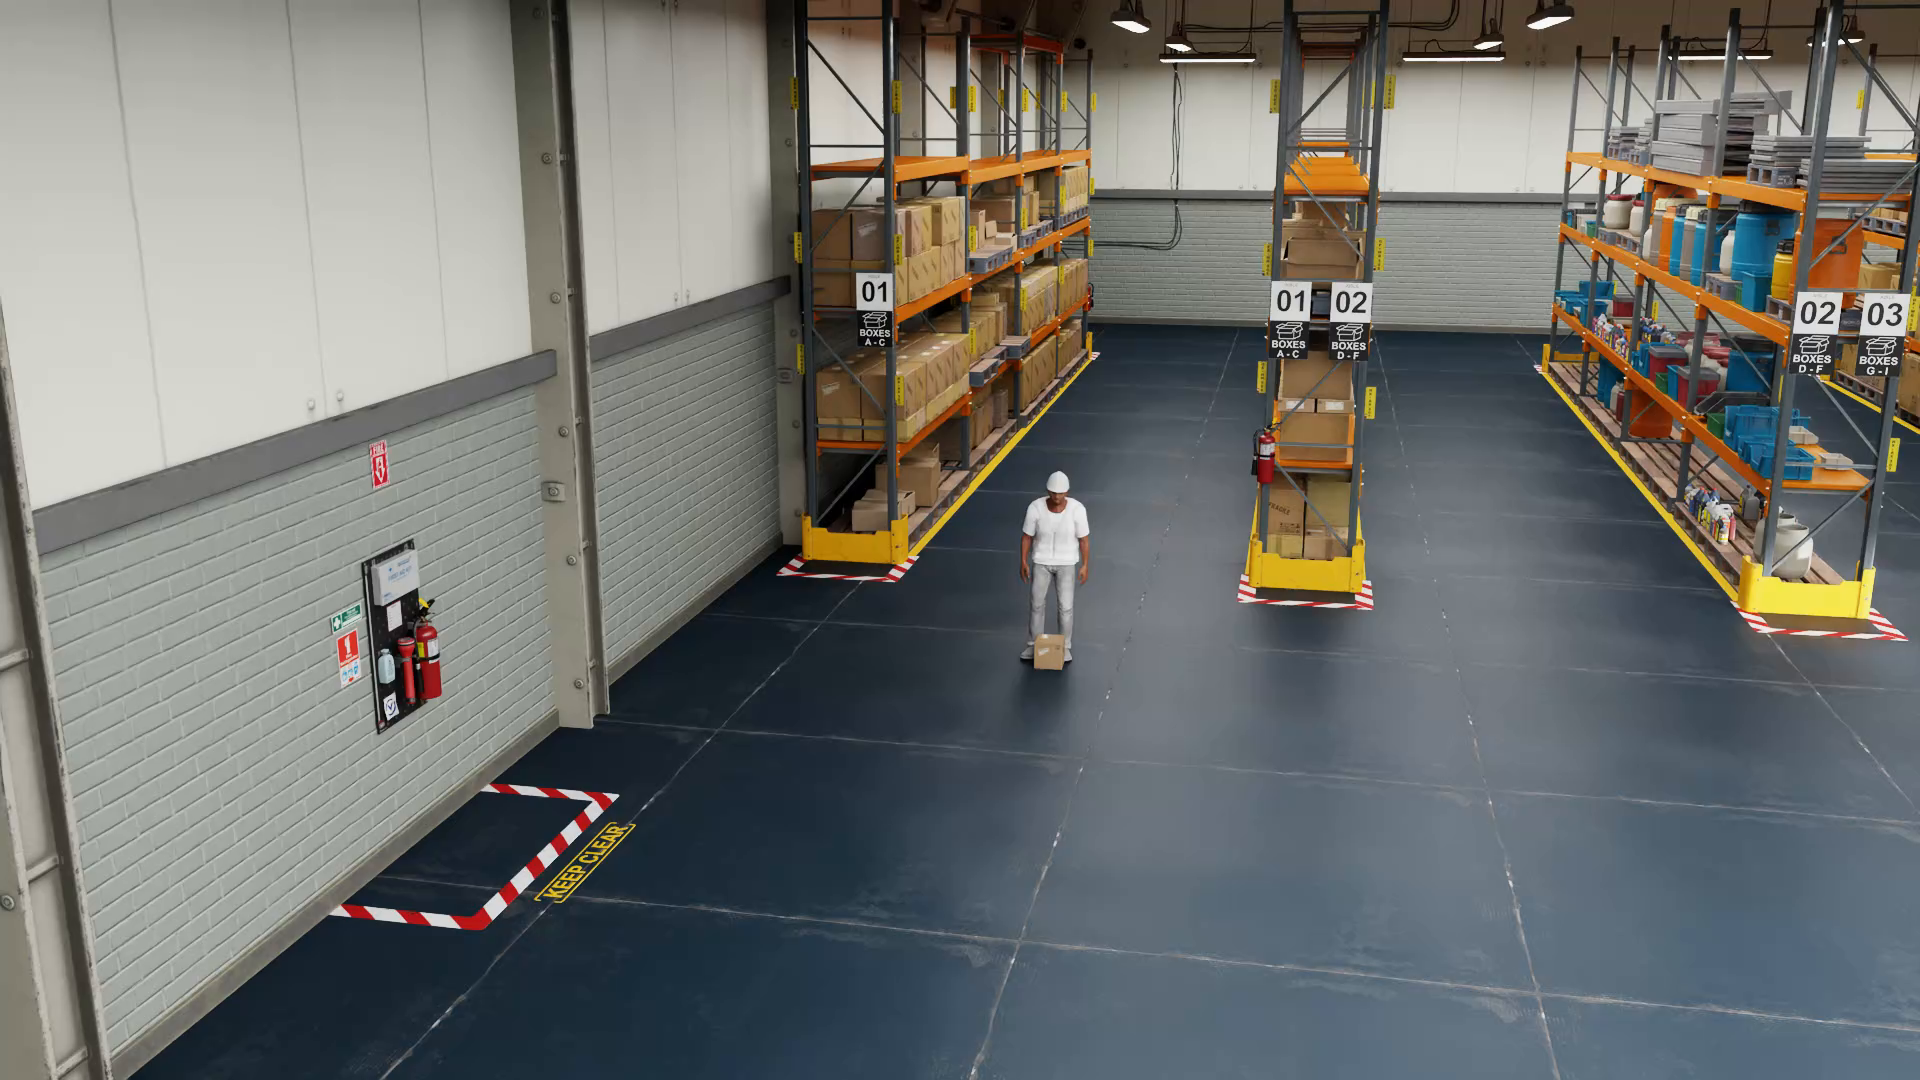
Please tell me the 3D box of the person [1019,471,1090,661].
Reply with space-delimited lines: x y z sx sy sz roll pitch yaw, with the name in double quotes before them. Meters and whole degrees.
"person" 0.856 0.228 15.099 0.631 1.759 0.461 2 15 8
